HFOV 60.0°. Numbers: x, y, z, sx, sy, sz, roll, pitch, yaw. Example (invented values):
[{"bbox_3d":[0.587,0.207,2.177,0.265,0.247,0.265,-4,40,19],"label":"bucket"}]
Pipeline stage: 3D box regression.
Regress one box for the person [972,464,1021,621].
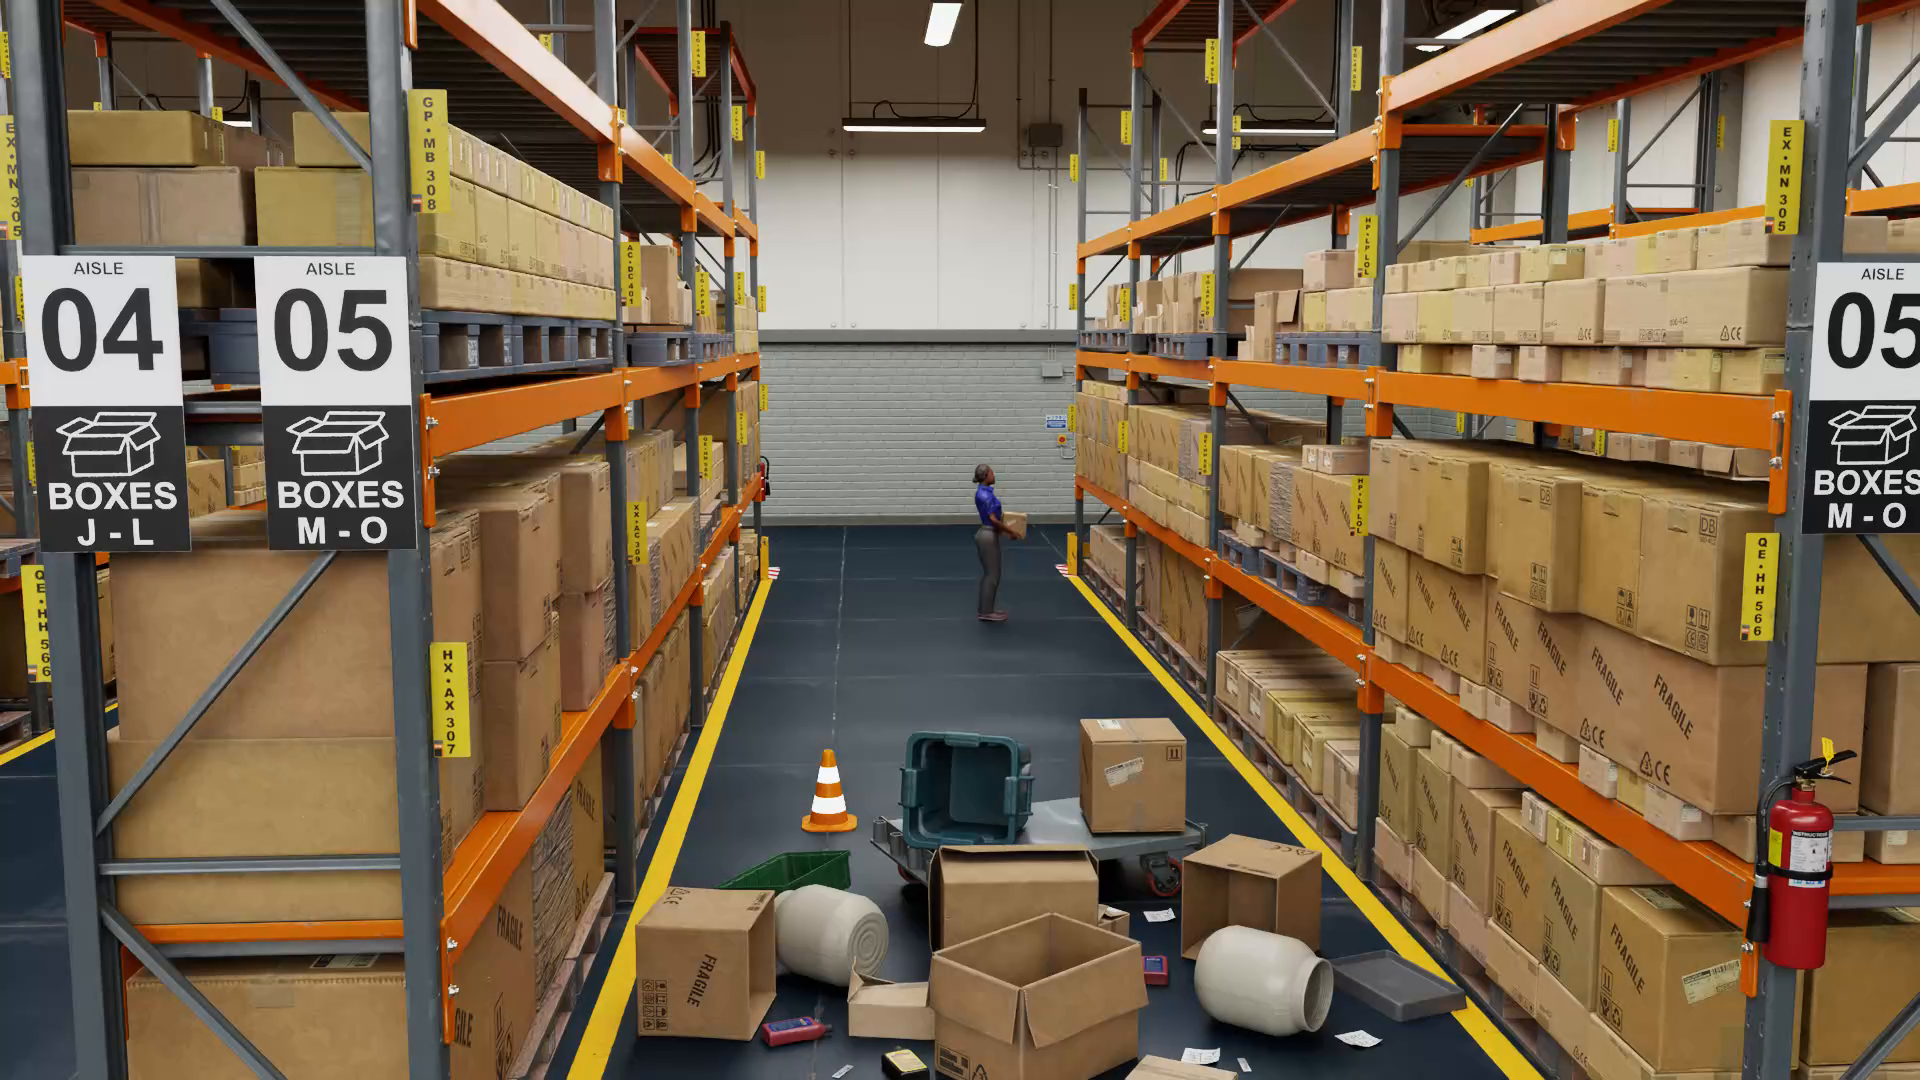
[{"bbox_3d":[0.386,0.019,17.655,0.514,1.646,0.449,0,7,-4],"label":"person"}]
